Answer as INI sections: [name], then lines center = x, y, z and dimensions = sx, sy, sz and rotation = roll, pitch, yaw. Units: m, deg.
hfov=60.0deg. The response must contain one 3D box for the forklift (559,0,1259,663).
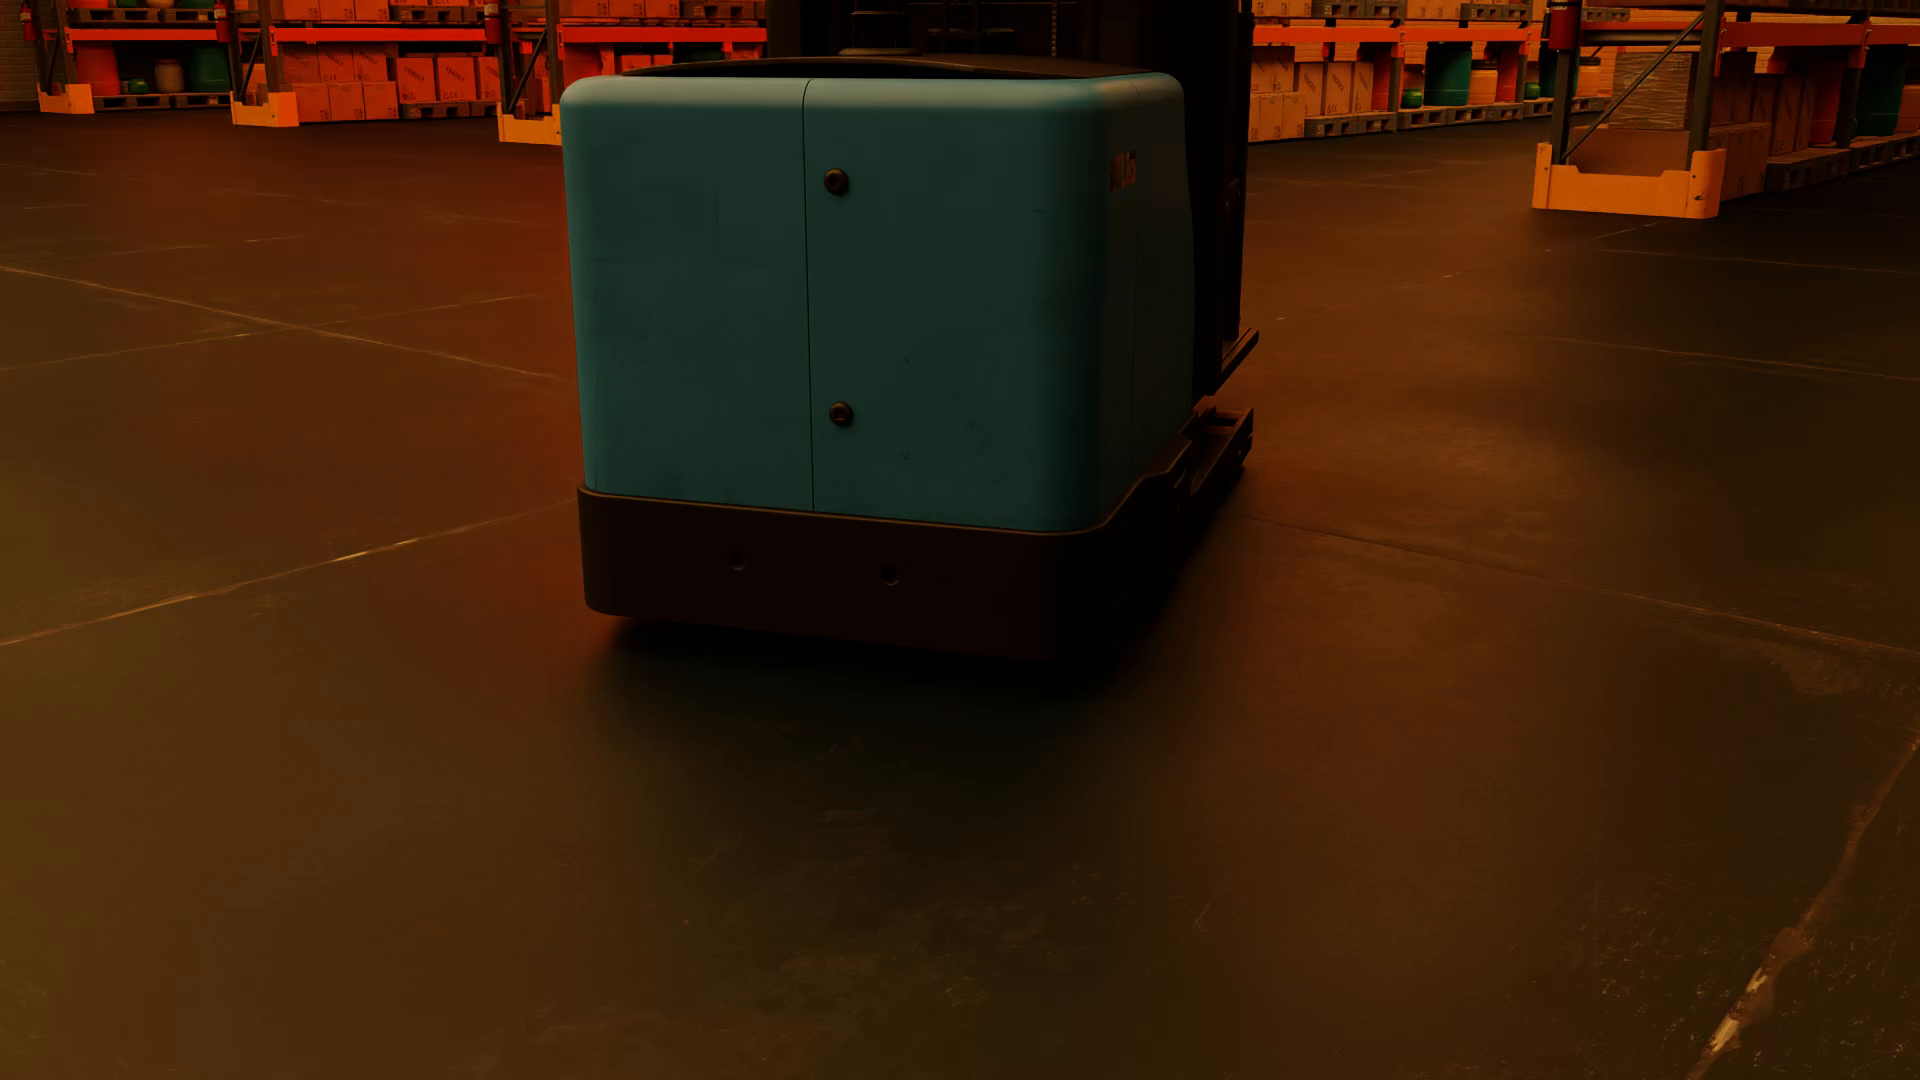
[forklift]
center = 0.182, -1.571, 4.072
dimensions = 1.130, 2.935, 3.031
rotation = 5, 18, 17
